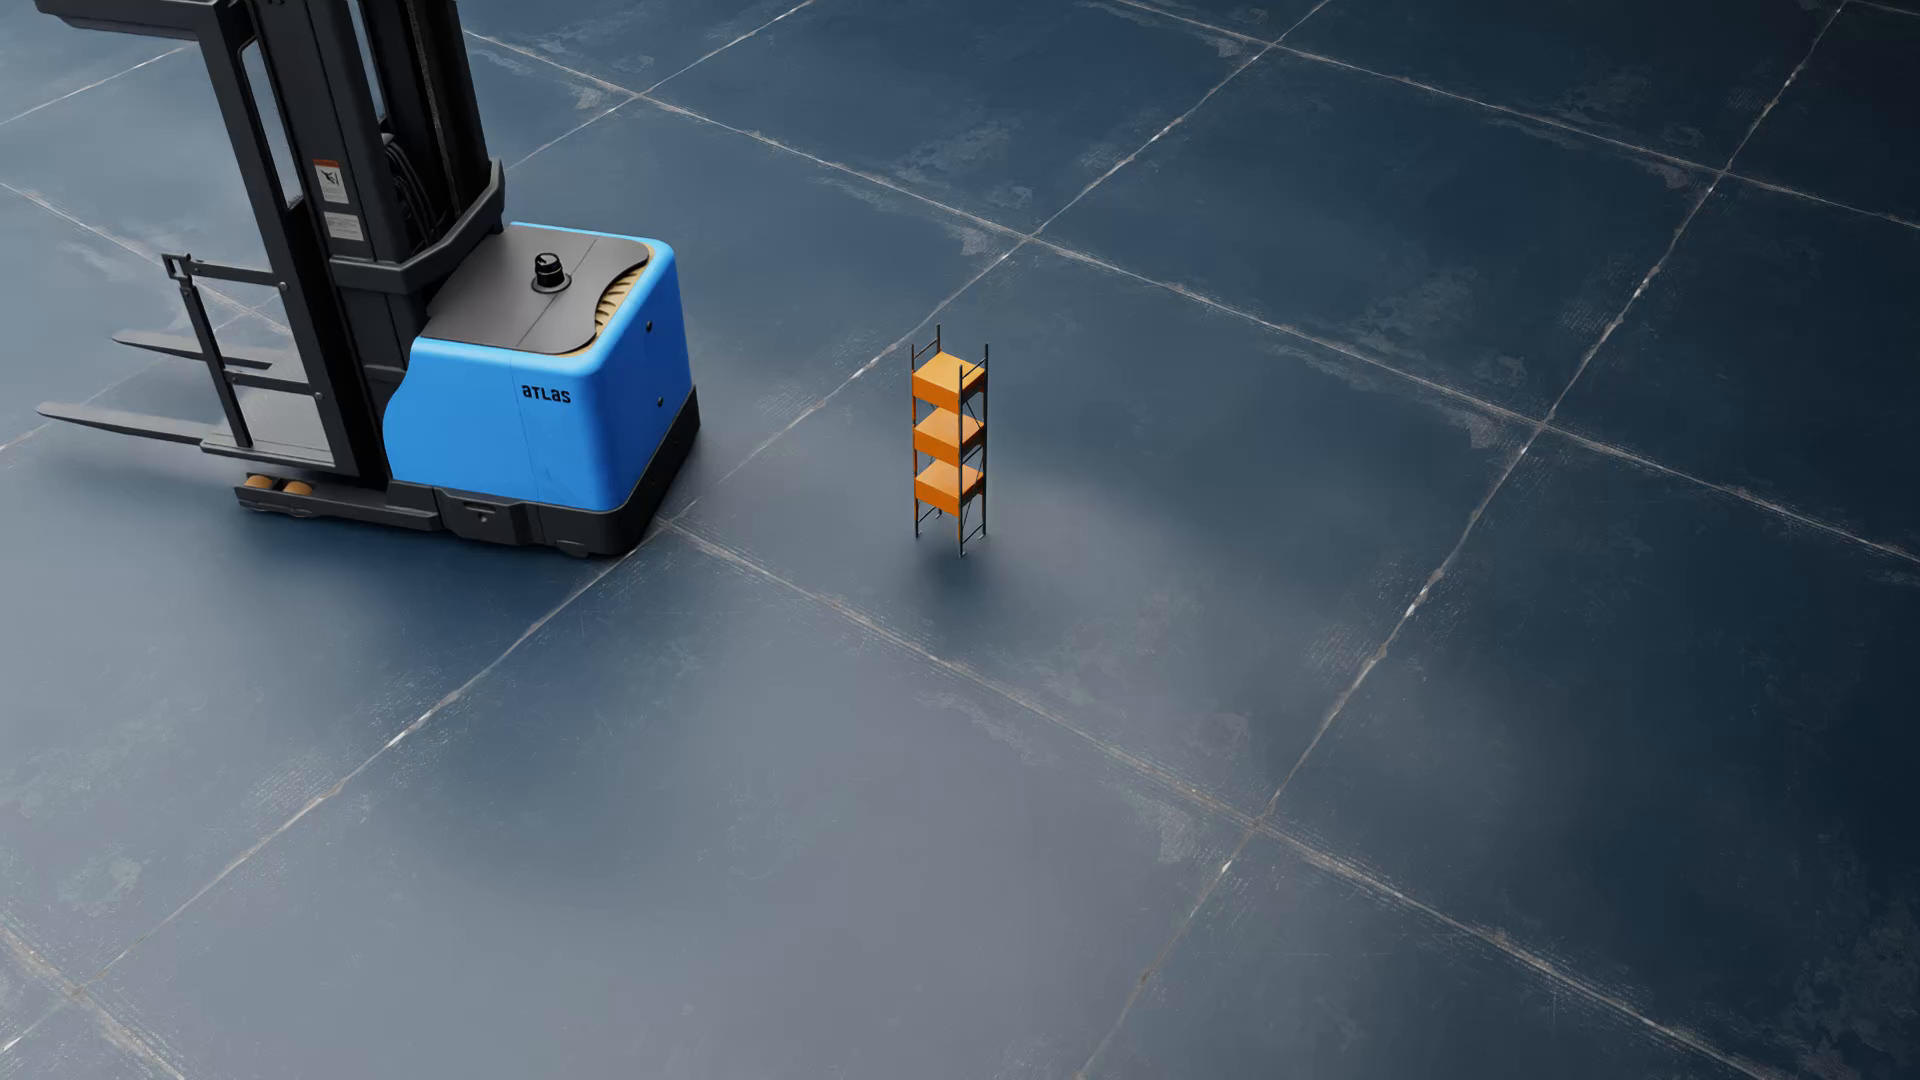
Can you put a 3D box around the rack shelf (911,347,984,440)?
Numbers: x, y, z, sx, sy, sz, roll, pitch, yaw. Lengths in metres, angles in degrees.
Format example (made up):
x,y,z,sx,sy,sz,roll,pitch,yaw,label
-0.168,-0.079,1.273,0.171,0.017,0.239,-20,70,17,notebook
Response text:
x,y,z,sx,sy,sz,roll,pitch,yaw,label
-0.044,-0.615,6.989,0.240,0.259,0.215,25,48,25,rack shelf

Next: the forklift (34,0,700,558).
x,y,z,sx,sy,sz,roll,pitch,yaw,label
-2.823,-1.528,7.008,3.031,2.935,1.130,9,43,10,forklift

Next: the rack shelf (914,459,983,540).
x,y,z,sx,sy,sz,roll,pitch,yaw,label
-0.044,-0.197,7.364,0.240,0.259,0.215,25,48,25,rack shelf

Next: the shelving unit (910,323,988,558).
x,y,z,sx,sy,sz,roll,pitch,yaw,label
-0.044,-0.412,7.171,0.252,1.050,0.215,25,48,25,shelving unit

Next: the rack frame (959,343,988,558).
x,y,z,sx,sy,sz,roll,pitch,yaw,label
0.056,-0.365,7.119,0.008,1.050,0.200,25,48,25,rack frame

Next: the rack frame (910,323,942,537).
x,y,z,sx,sy,sz,roll,pitch,yaw,label
-0.144,-0.458,7.223,0.008,1.050,0.200,25,48,25,rack frame

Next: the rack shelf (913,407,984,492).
x,y,z,sx,sy,sz,roll,pitch,yaw,label
-0.044,-0.404,7.178,0.240,0.259,0.215,25,48,25,rack shelf
